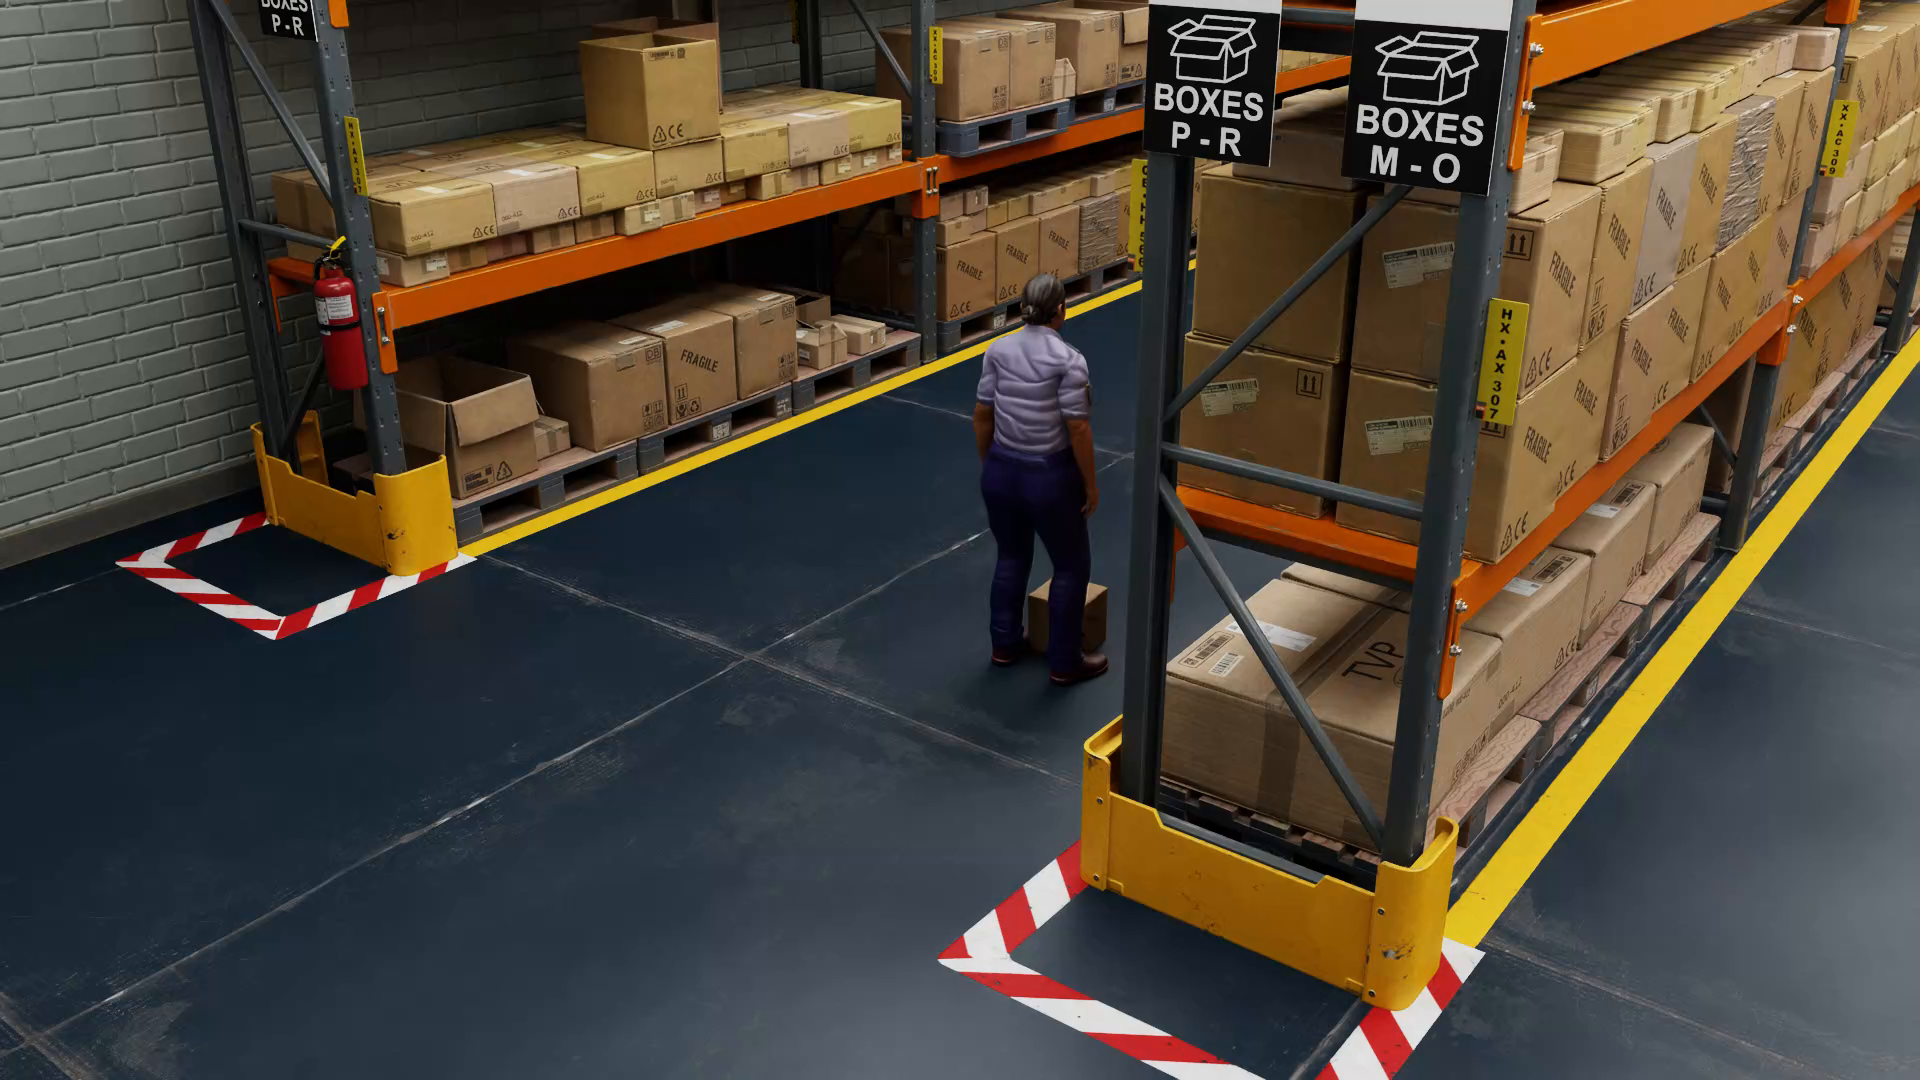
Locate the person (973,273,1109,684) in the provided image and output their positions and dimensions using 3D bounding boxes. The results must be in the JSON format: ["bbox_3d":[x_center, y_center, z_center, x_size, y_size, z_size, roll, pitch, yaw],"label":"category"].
[{"bbox_3d":[0.318,-0.235,6.646,0.561,1.651,0.376,15,28,30],"label":"person"}]
